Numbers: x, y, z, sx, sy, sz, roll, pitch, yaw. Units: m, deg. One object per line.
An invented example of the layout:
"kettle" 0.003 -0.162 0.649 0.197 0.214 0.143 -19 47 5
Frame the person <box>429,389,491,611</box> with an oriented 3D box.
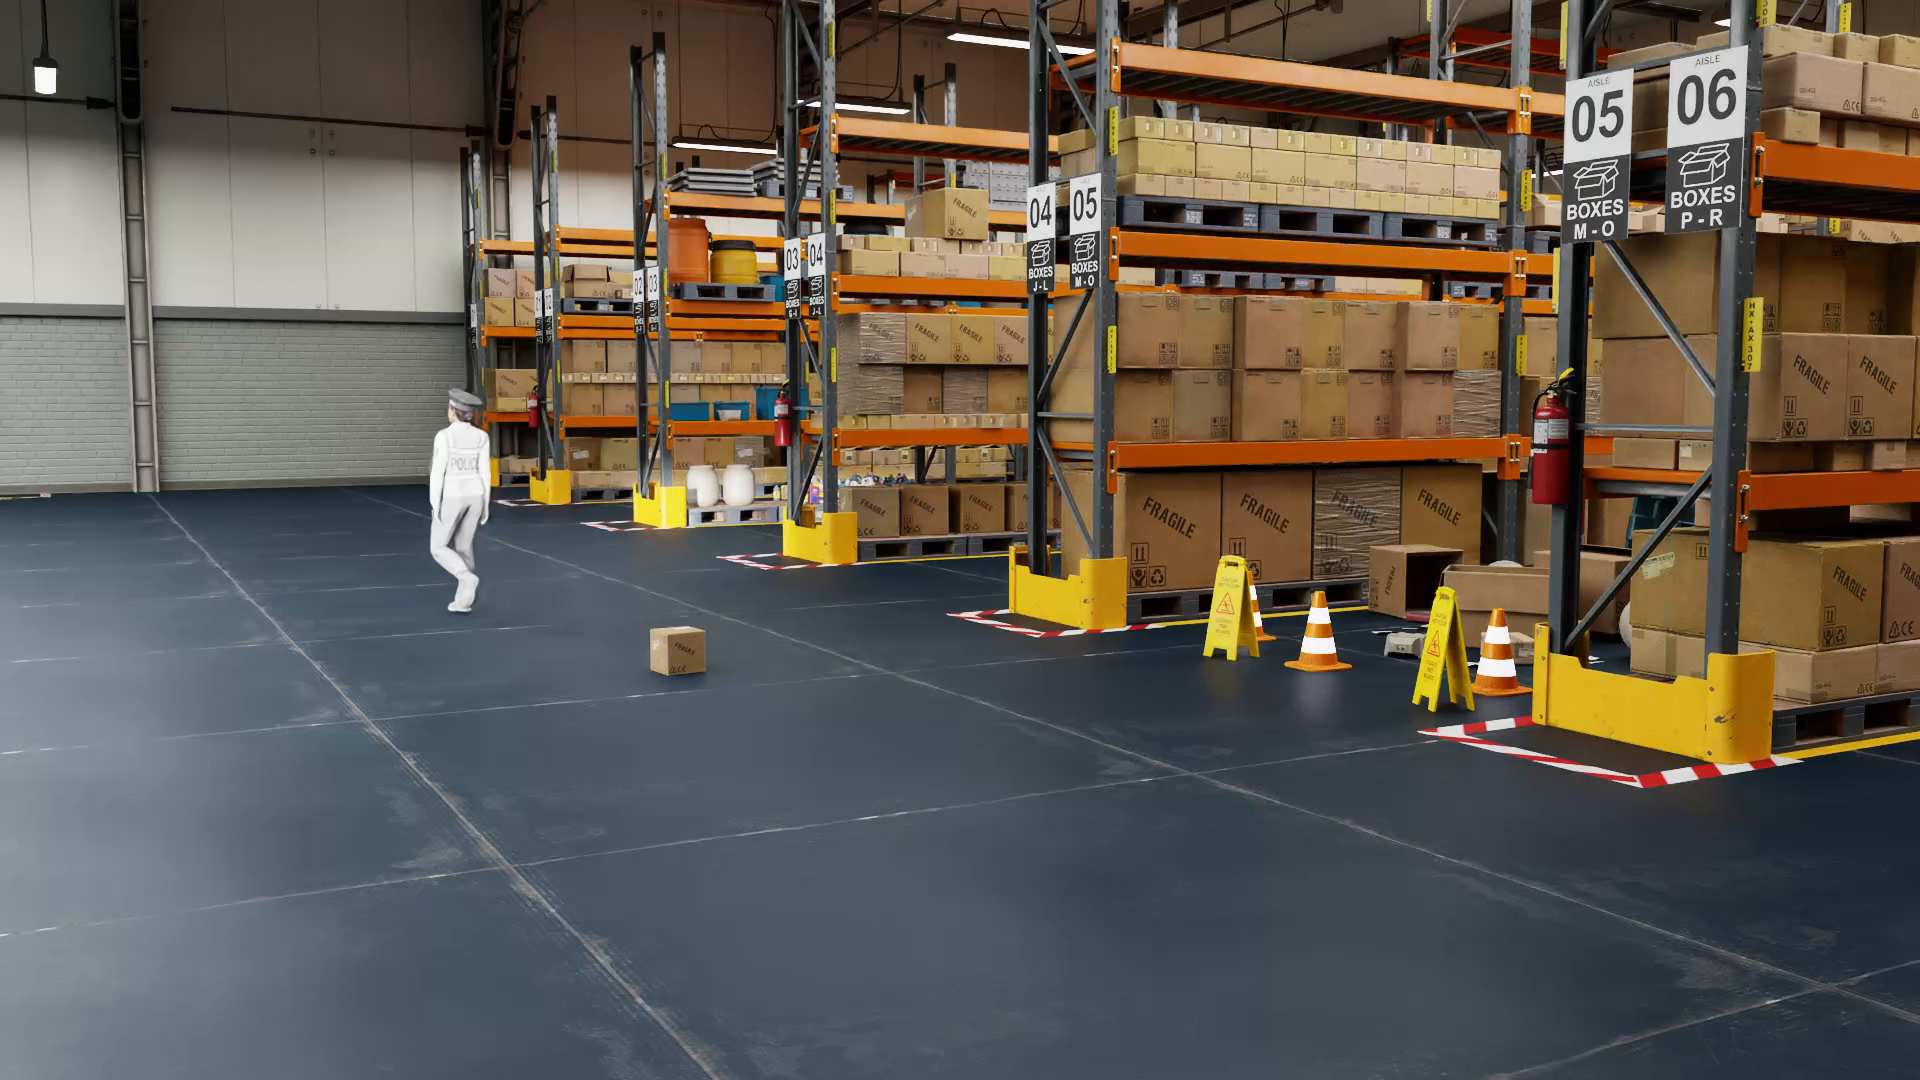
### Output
"person" -3.719 -0.285 12.390 0.576 1.677 0.487 5 7 43
